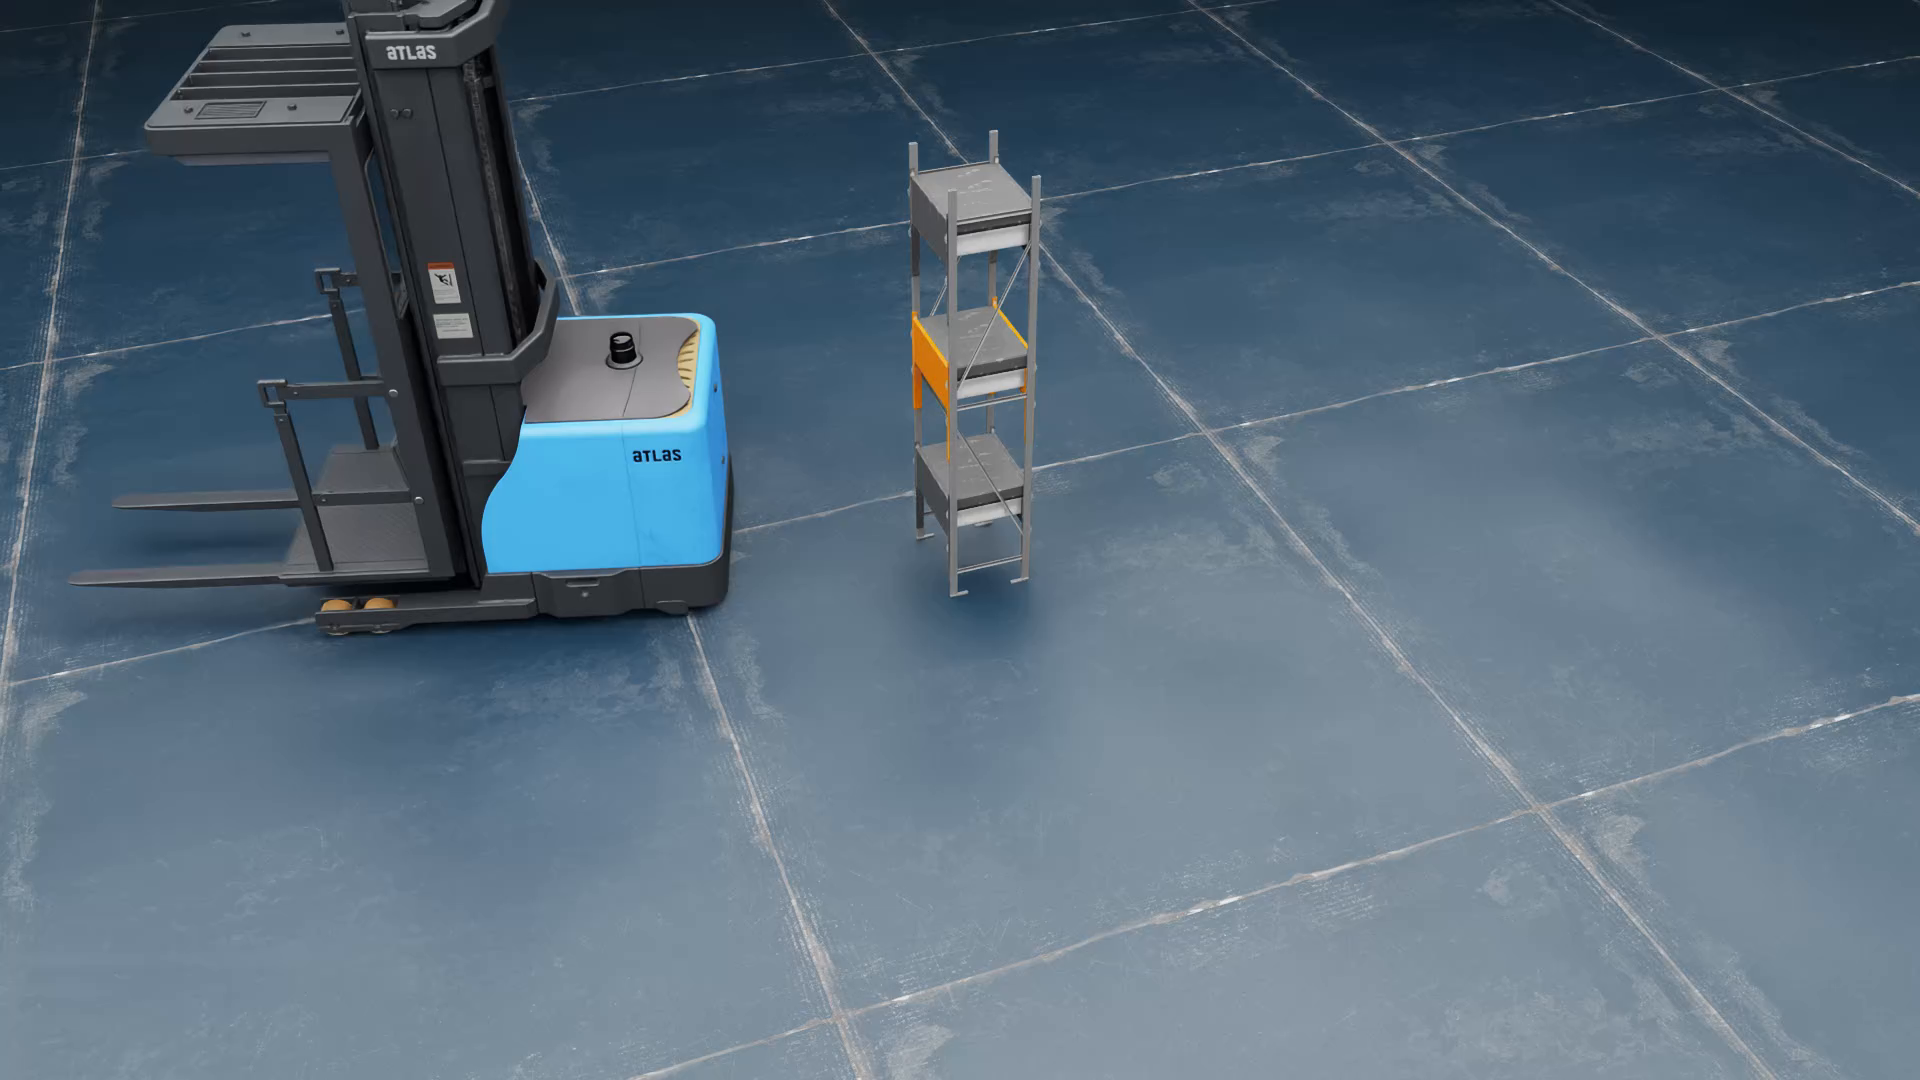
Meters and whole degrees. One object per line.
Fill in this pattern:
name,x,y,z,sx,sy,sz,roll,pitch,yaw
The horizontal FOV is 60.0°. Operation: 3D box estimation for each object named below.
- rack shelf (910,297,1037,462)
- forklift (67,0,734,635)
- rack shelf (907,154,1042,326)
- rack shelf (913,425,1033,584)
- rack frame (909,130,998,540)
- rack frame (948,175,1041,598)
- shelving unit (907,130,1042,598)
rack shelf,0.057,-0.734,7.563,0.431,0.518,0.480,-12,39,-16
forklift,-2.641,-1.059,7.280,3.031,2.935,1.130,-2,37,-3
rack shelf,0.057,-1.293,7.142,0.431,0.518,0.480,-12,39,-16
rack shelf,0.057,-0.175,7.984,0.431,0.518,0.480,-12,39,-16
rack frame,-0.027,-0.883,7.738,0.400,2.100,0.015,-12,39,-16
rack frame,0.141,-0.607,7.372,0.400,2.100,0.015,-12,39,-16
shelving unit,0.057,-0.745,7.555,0.431,2.100,0.503,-12,39,-16
